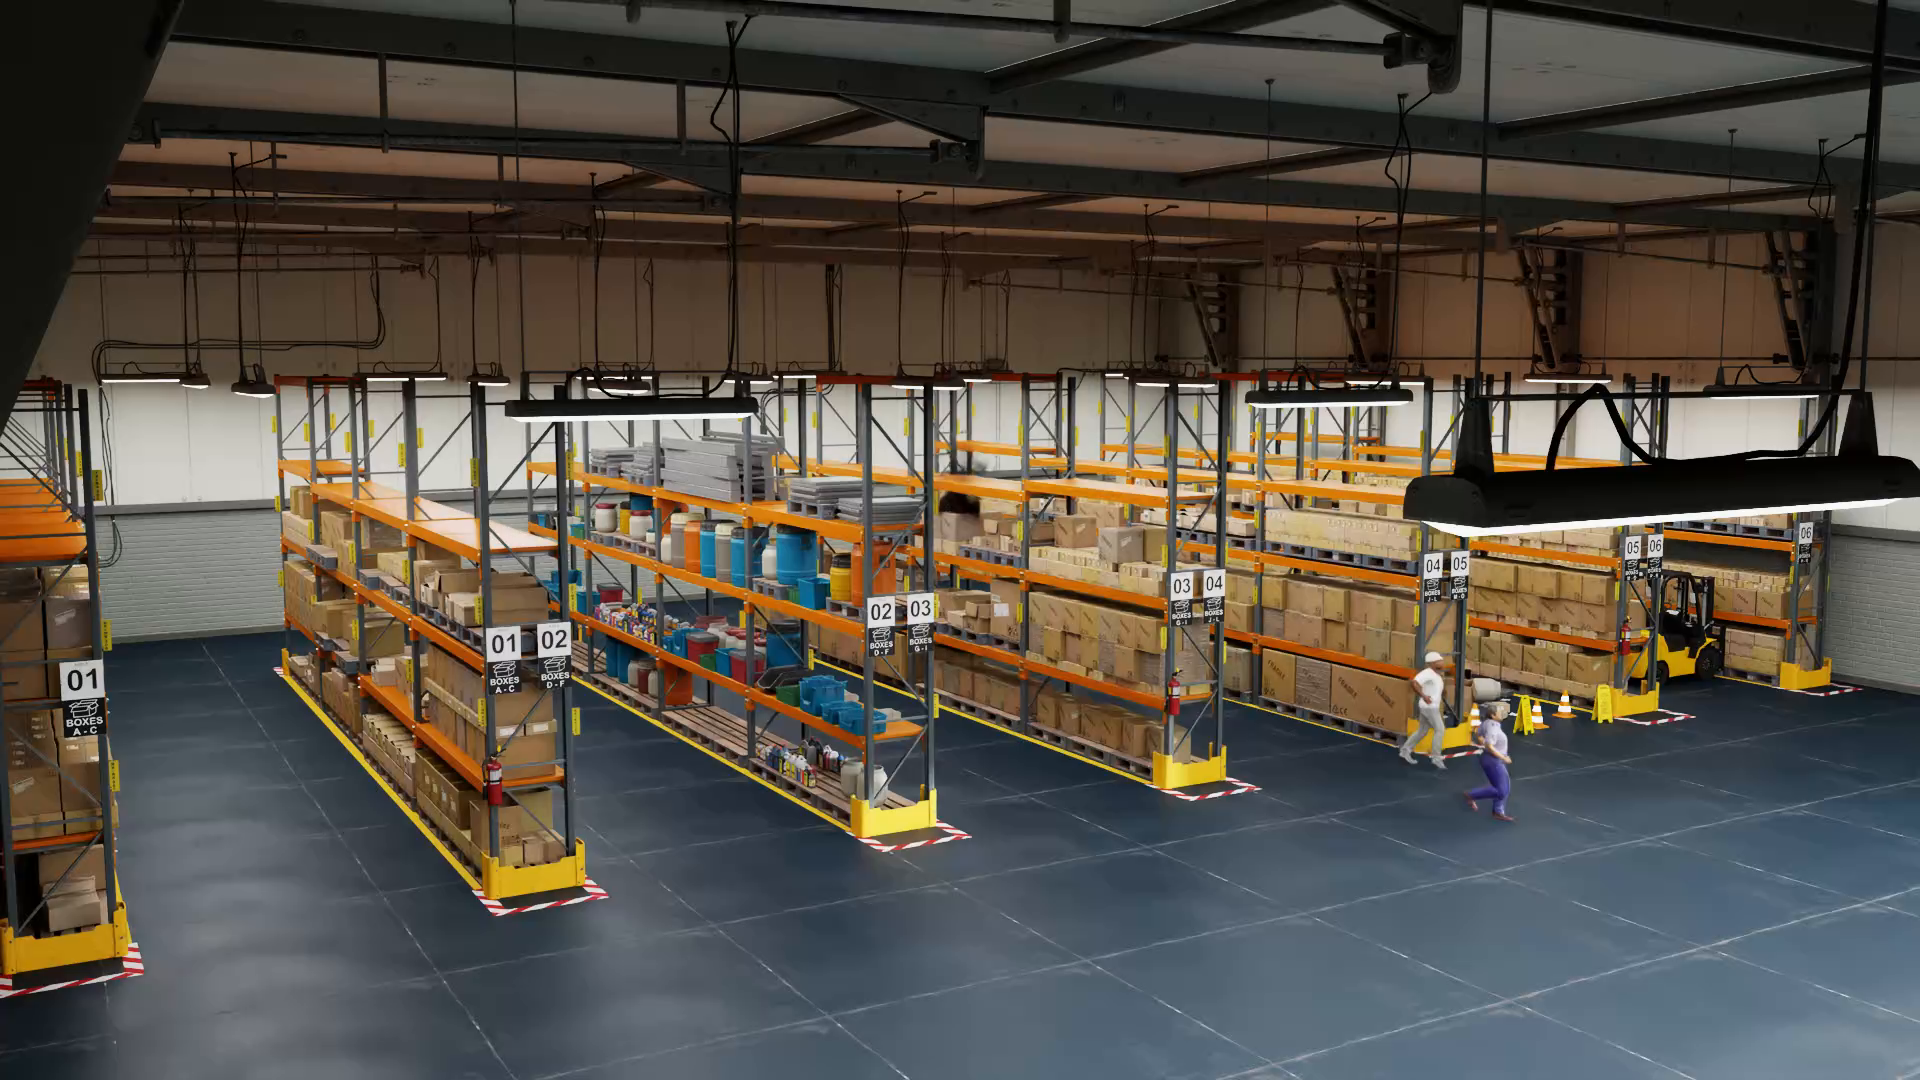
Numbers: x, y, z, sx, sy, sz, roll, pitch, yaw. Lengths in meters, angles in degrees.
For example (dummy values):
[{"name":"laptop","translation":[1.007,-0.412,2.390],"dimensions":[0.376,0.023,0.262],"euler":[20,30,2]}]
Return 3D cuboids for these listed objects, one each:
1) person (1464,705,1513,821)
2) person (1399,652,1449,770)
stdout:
[{"name":"person","translation":[7.266,3.062,22.824],"dimensions":[0.694,1.608,0.616],"euler":[1,6,8]},{"name":"person","translation":[7.270,2.643,25.929],"dimensions":[0.751,1.815,0.697],"euler":[2,7,17]}]
